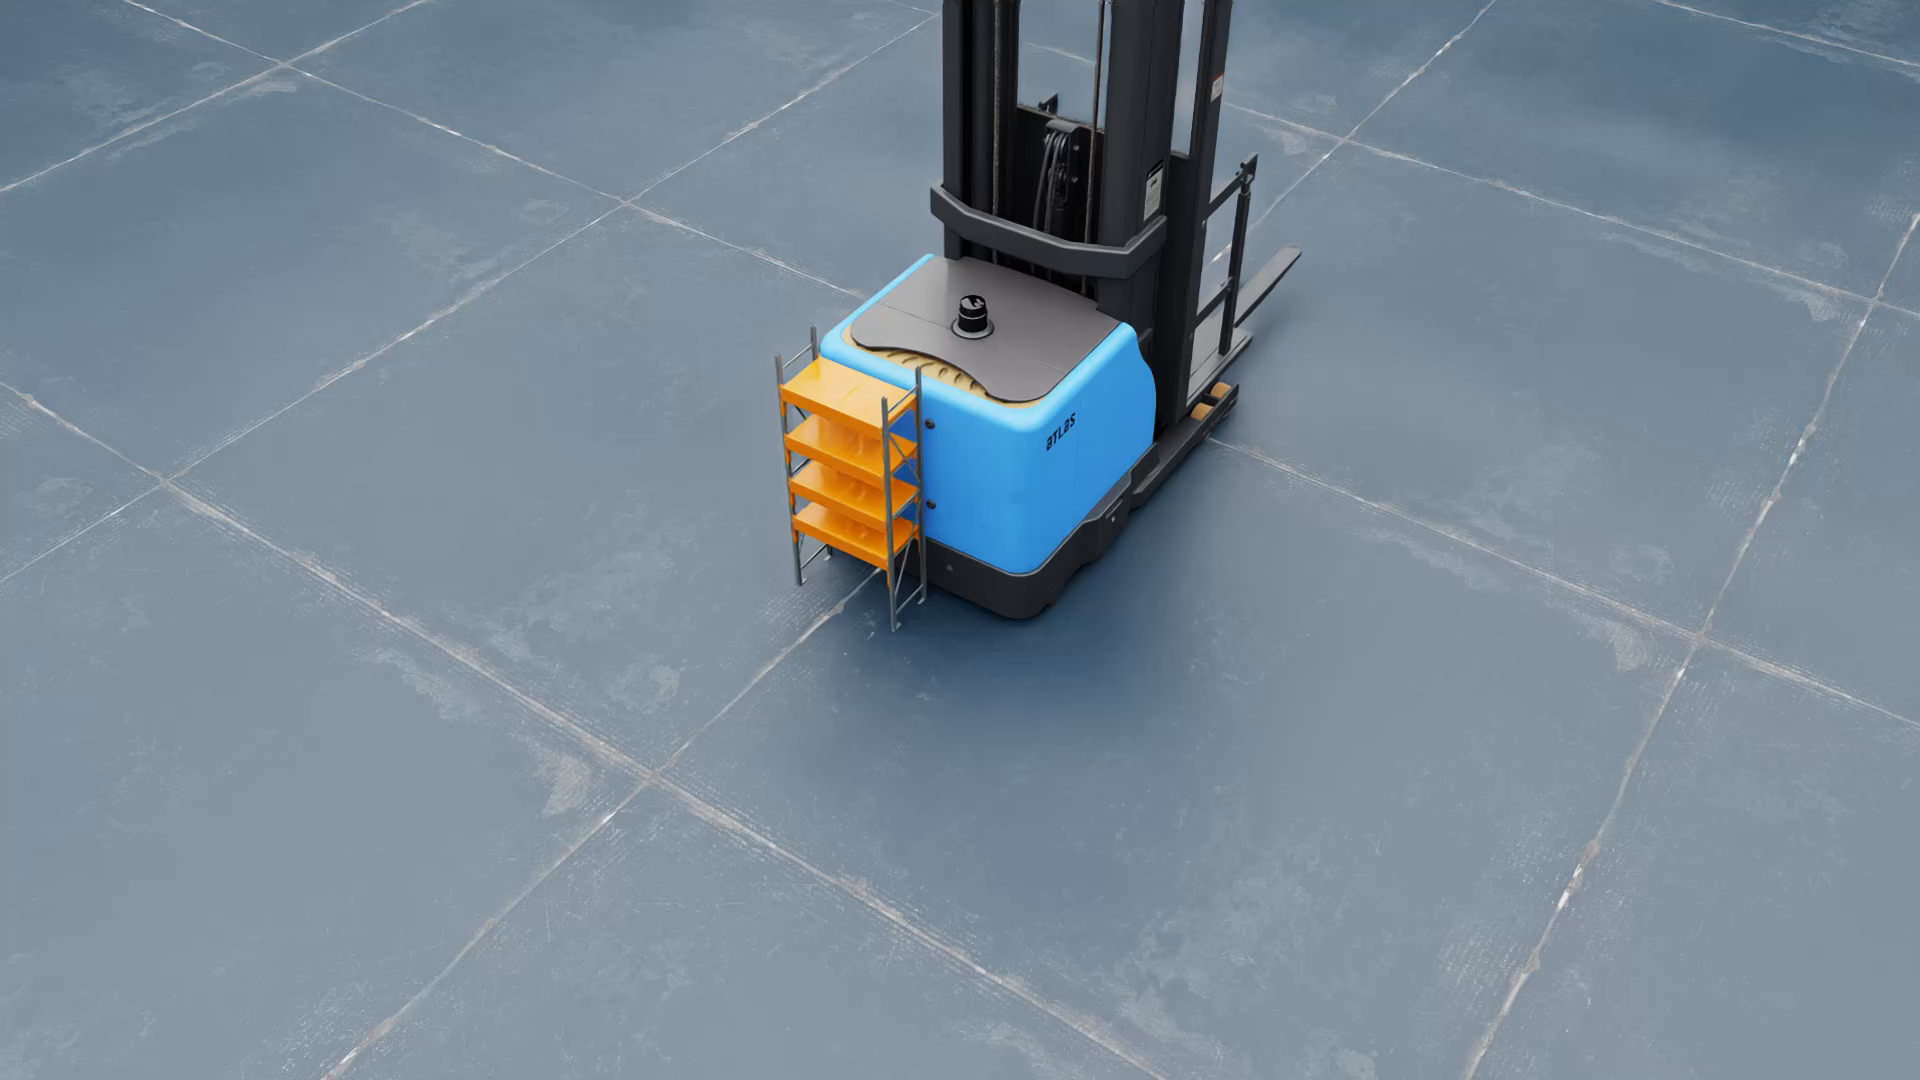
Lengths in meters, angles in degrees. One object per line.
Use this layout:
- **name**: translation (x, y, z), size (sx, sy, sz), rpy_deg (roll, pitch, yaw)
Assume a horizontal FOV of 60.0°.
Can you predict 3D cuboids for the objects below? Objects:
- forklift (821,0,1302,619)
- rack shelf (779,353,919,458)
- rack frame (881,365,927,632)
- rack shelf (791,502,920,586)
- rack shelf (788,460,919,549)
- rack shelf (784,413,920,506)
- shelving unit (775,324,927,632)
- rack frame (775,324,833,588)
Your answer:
- **forklift**: translation (0.663, -1.724, 6.978), size (1.130, 2.935, 3.031), rpy_deg (24, 47, 24)
- **rack shelf**: translation (-0.418, -0.516, 6.336), size (0.480, 0.148, 0.258), rpy_deg (24, 47, 24)
- **rack frame**: translation (-0.213, -0.135, 6.500), size (0.015, 1.200, 0.240), rpy_deg (24, 47, 24)
- **rack shelf**: translation (-0.416, -0.027, 6.778), size (0.480, 0.148, 0.258), rpy_deg (24, 47, 24)
- **rack shelf**: translation (-0.417, -0.174, 6.644), size (0.480, 0.148, 0.258), rpy_deg (24, 47, 24)
- **rack shelf**: translation (-0.418, -0.340, 6.494), size (0.480, 0.148, 0.258), rpy_deg (24, 47, 24)
- **shelving unit**: translation (-0.417, -0.224, 6.599), size (0.503, 1.200, 0.258), rpy_deg (24, 47, 24)
- **rack frame**: translation (-0.621, -0.313, 6.699), size (0.015, 1.200, 0.240), rpy_deg (24, 47, 24)
